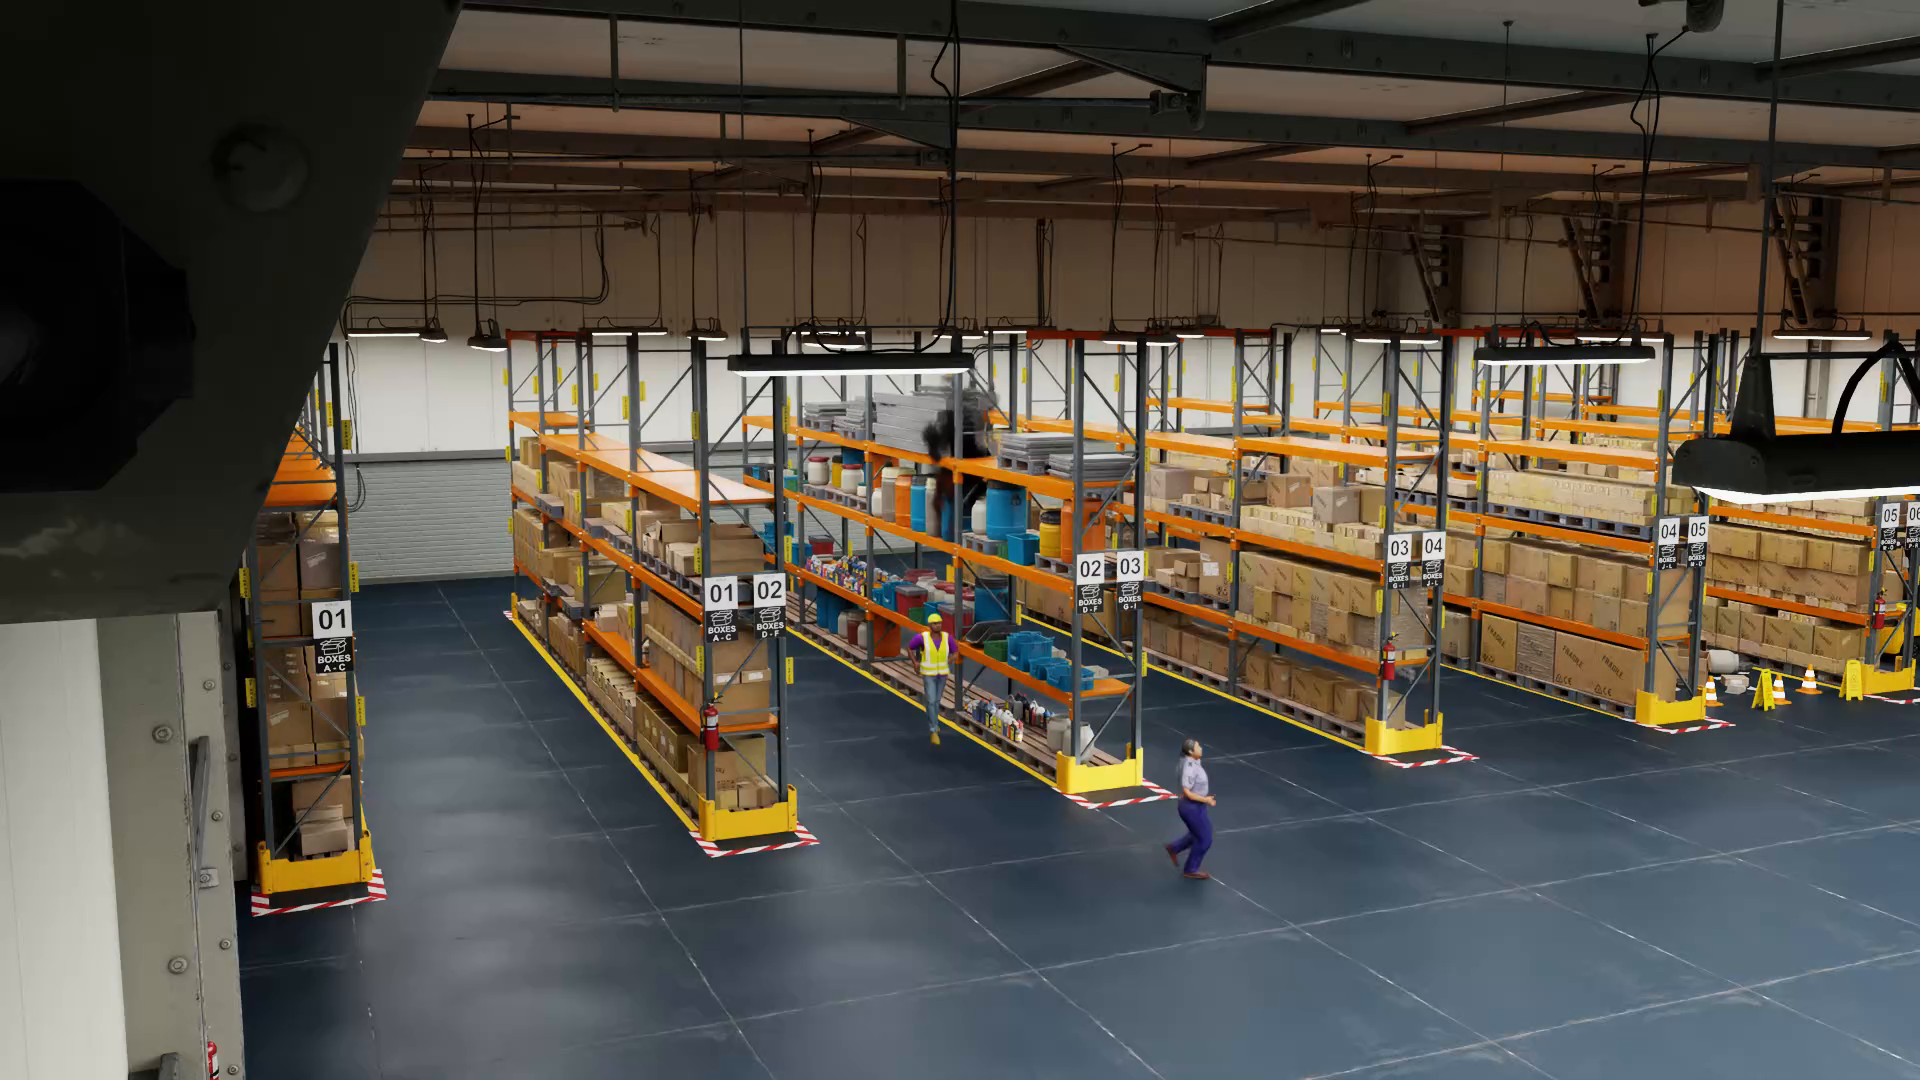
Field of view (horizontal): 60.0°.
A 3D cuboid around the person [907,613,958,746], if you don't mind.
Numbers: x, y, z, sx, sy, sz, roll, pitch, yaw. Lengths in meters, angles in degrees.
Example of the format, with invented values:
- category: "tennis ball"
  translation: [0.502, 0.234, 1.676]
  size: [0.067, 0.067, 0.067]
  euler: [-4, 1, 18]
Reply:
- category: "person"
  translation: [-0.351, 1.952, 23.706]
  size: [0.698, 1.837, 0.701]
  euler: [-3, 8, -21]

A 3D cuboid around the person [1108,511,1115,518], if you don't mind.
- category: "person"
  translation: [3.545, 0.145, 39.228]
  size: [0.726, 1.728, 0.678]
  euler: [-2, 8, -15]

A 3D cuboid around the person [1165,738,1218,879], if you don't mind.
- category: "person"
  translation: [2.600, 3.010, 18.703]
  size: [0.575, 1.596, 0.604]
  euler: [1, 8, 5]

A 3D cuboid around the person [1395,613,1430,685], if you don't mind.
- category: "person"
  translation: [7.803, 1.603, 28.738]
  size: [0.600, 1.748, 0.729]
  euler: [-4, 9, -27]
